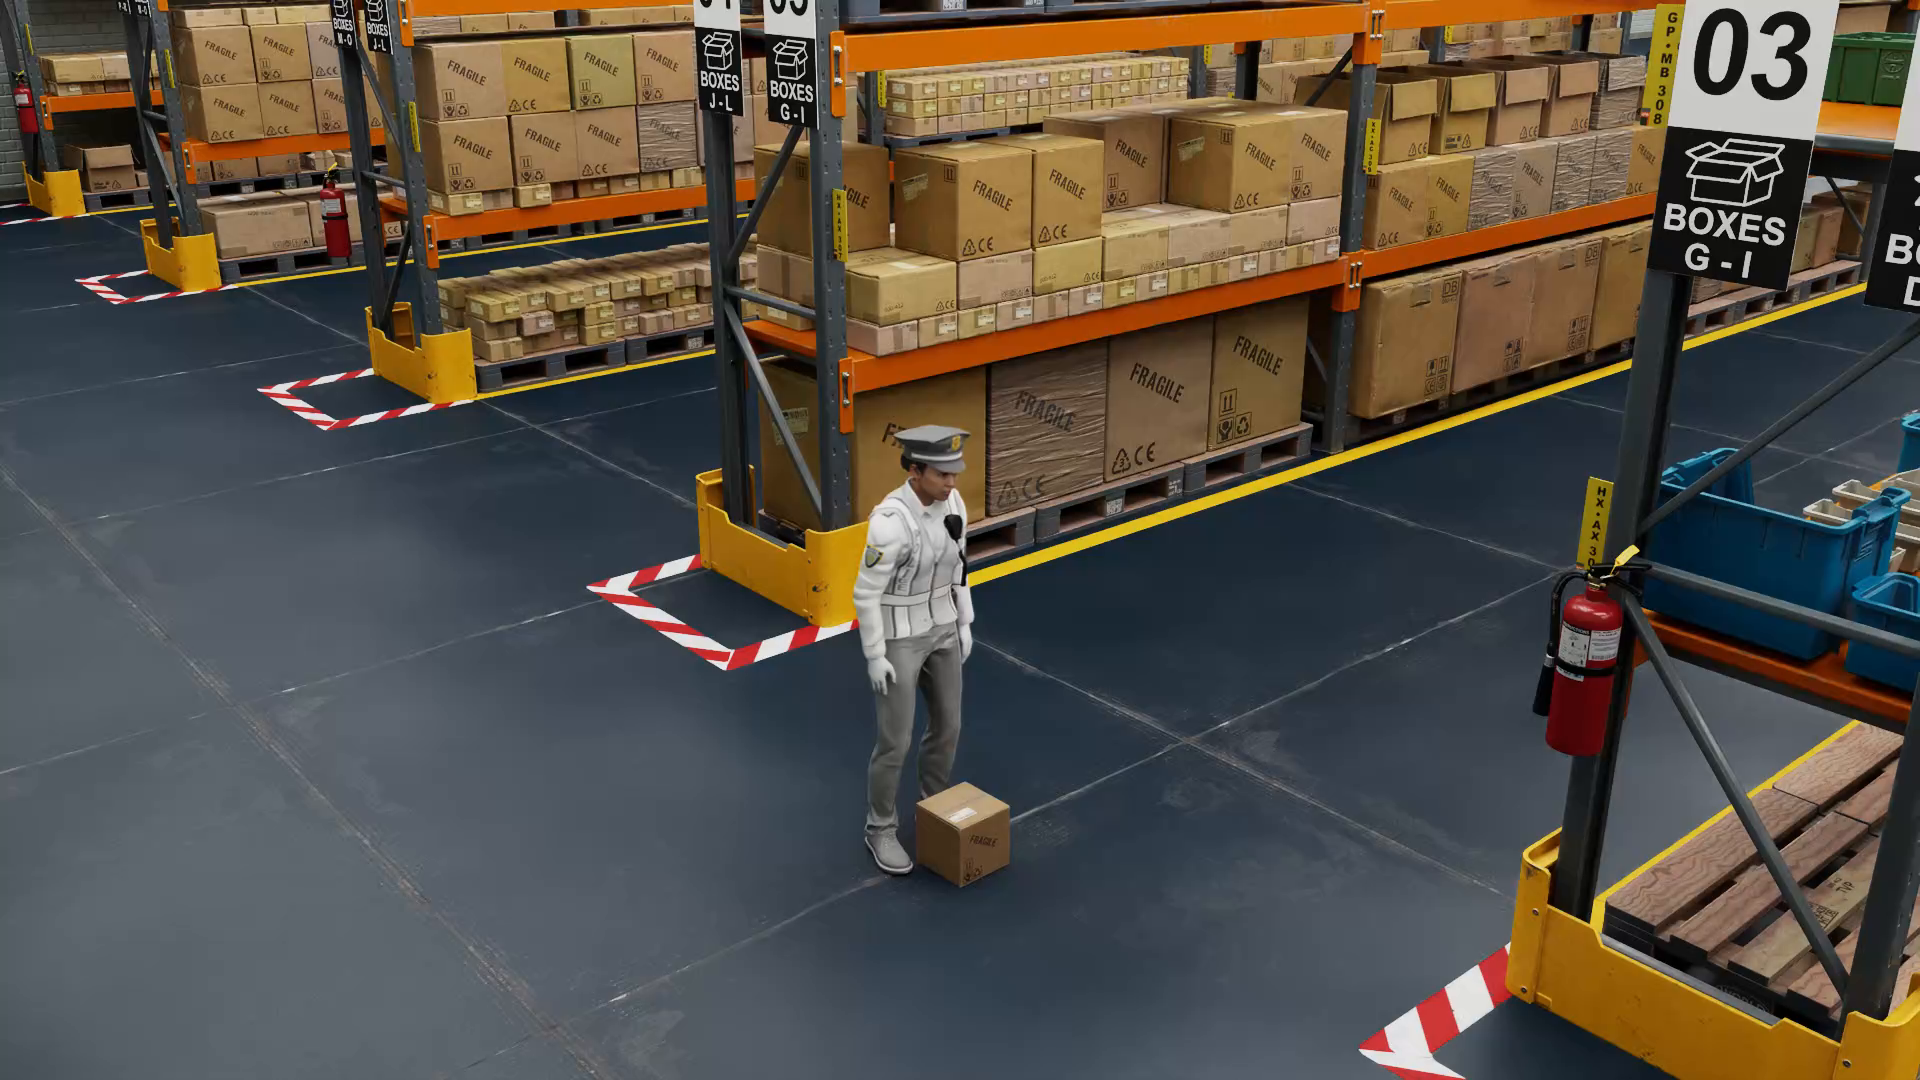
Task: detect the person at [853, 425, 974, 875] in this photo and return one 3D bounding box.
[{"bbox_3d":[-0.152,0.372,6.115,0.535,1.662,0.374,-19,28,-40],"label":"person"}]
